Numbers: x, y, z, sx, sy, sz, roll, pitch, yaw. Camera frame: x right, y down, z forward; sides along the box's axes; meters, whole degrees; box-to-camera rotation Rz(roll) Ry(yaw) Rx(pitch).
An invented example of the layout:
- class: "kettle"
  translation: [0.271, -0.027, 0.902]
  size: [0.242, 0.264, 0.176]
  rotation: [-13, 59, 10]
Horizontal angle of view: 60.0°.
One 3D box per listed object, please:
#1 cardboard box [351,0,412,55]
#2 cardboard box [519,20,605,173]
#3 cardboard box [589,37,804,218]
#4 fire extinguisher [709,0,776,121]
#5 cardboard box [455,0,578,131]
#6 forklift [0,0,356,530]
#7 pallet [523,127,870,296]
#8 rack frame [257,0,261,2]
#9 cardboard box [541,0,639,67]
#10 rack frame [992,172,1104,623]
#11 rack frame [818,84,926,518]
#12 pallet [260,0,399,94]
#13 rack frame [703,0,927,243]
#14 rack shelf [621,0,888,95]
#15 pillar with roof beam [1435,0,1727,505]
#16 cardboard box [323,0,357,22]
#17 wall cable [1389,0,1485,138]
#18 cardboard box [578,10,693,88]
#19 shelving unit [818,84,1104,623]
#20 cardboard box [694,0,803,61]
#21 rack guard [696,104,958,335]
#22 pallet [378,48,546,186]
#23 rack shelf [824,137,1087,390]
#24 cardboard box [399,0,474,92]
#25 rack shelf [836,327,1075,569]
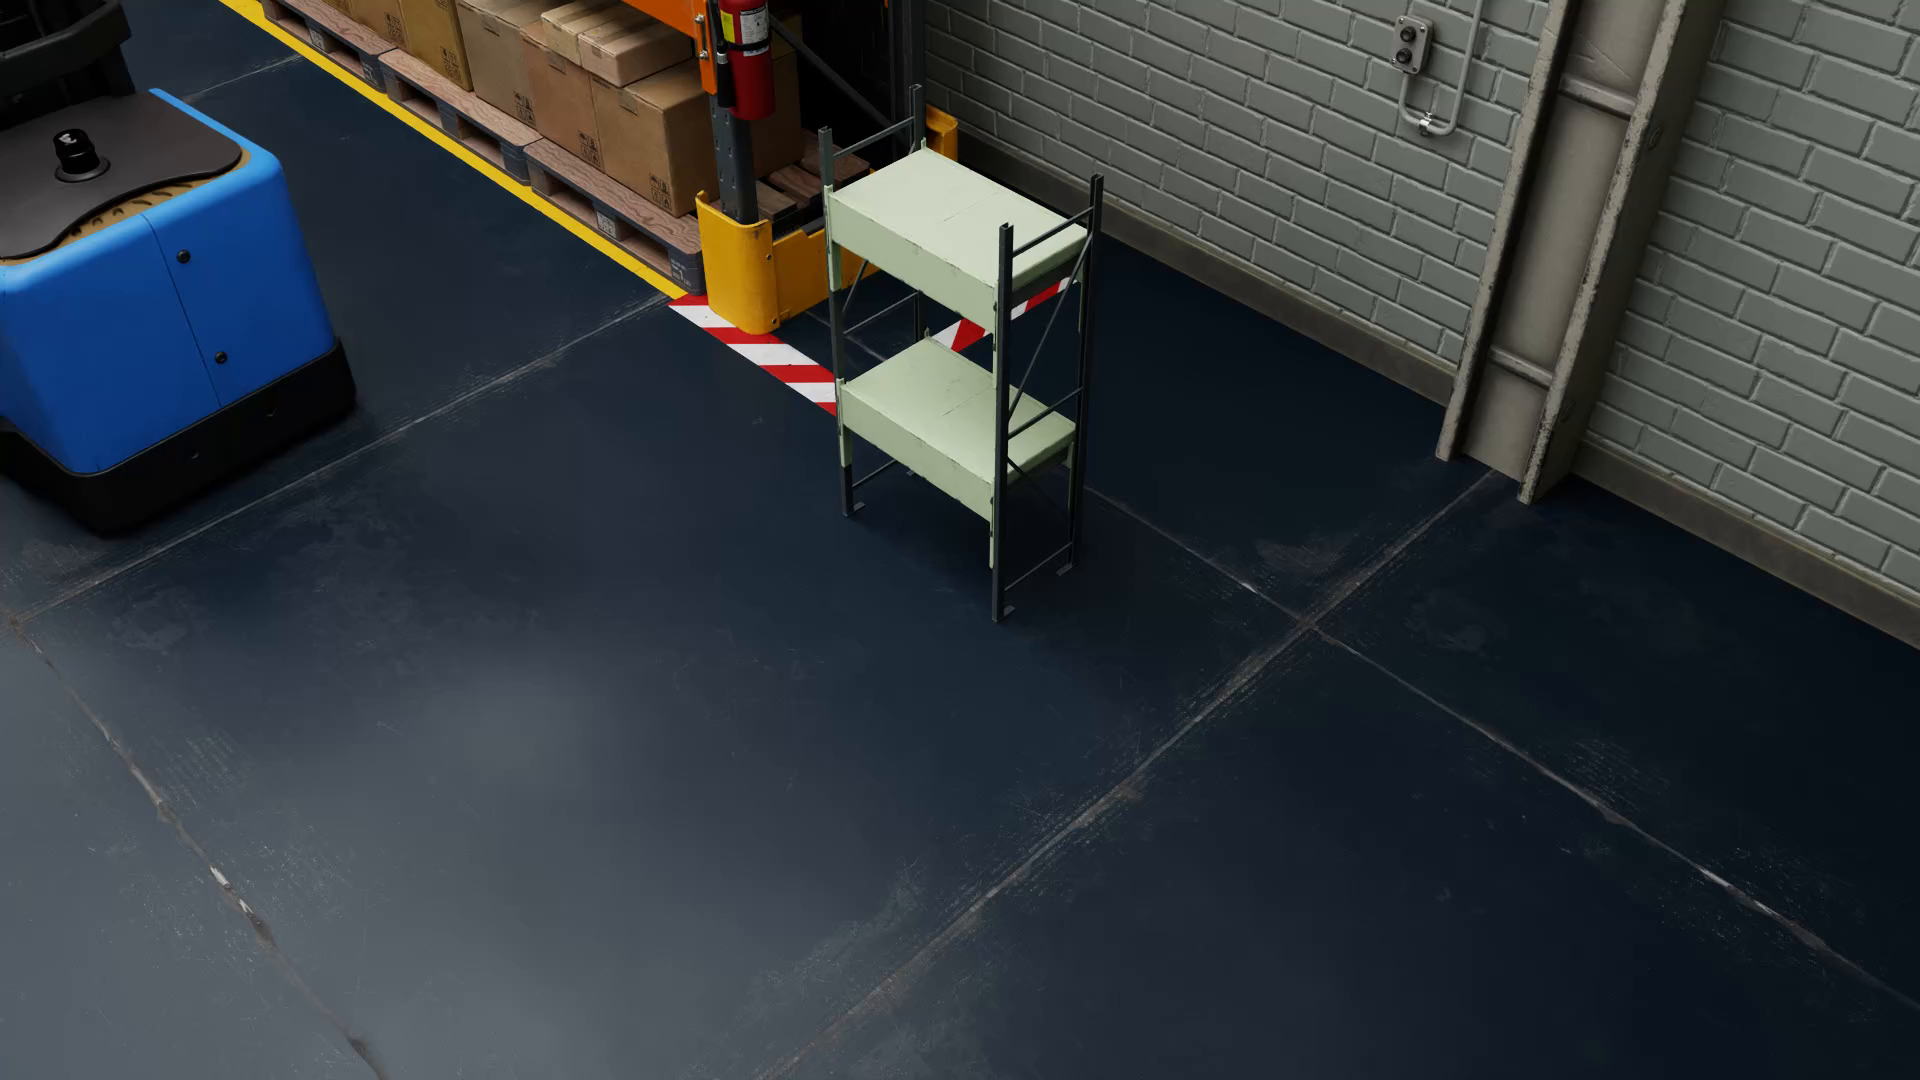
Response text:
- class: "cardboard box"
  translation: [-2.552, -2.781, 8.081]
  size: [0.500, 0.500, 0.700]
  rotation: [34, 52, 31]
- class: "cardboard box"
  translation: [-1.453, -2.039, 7.279]
  size: [0.500, 0.500, 0.700]
  rotation: [34, 53, 31]
- class: "cardboard box"
  translation: [-1.100, -1.798, 7.018]
  size: [0.700, 0.500, 0.500]
  rotation: [-34, 53, -31]
- class: "fire extinguisher"
  translation: [-0.755, -1.815, 5.836]
  size: [0.296, 0.674, 0.183]
  rotation: [-34, 53, -31]
- class: "cardboard box"
  translation: [-1.809, -2.280, 7.540]
  size: [0.500, 0.500, 0.700]
  rotation: [32, 52, 30]
- class: "forklift"
  translation: [-3.717, -1.963, 5.715]
  size: [3.031, 2.935, 1.130]
  rotation: [30, 50, 28]
- class: "pallet"
  translation: [-1.155, -1.596, 7.322]
  size: [1.003, 0.211, 1.213]
  rotation: [-34, 53, -31]
- class: "rack frame"
  translation: [-3.360, -4.196, 8.080]
  size: [1.000, 3.000, 0.127]
  rotation: [-34, 53, -31]
- class: "cardboard box"
  translation: [-1.501, -2.133, 6.903]
  size: [0.380, 0.149, 0.250]
  rotation: [-33, 52, -30]
- class: "rack frame"
  translation: [0.254, -0.378, 5.054]
  size: [0.400, 1.500, 0.023]
  rotation: [-34, 53, -31]
- class: "rack frame"
  translation: [-0.263, -0.730, 5.435]
  size: [0.400, 1.500, 0.023]
  rotation: [-34, 53, -31]
- class: "pallet"
  translation: [-2.878, -2.769, 8.591]
  size: [1.003, 0.211, 1.213]
  rotation: [-34, 53, -31]
- class: "rack frame"
  translation: [-0.535, -2.274, 6.000]
  size: [1.000, 3.000, 0.127]
  rotation: [-34, 53, -31]
- class: "rack shelf"
  translation: [-1.947, -2.971, 7.285]
  size: [1.077, 0.370, 4.000]
  rotation: [-34, 53, -31]
- class: "pillar with roof beam"
  translation: [-1.064, -1.531, 0.776]
  size: [9.100, 9.000, 0.400]
  rotation: [-34, 53, -31]
- class: "cardboard box"
  translation: [-2.904, -3.024, 8.344]
  size: [0.700, 0.500, 0.500]
  rotation: [-33, 52, -31]
- class: "wall cable"
  translation: [1.039, -2.485, 5.480]
  size: [0.084, 1.984, 1.851]
  rotation: [-34, 53, -31]
- class: "cardboard box"
  translation: [-1.320, -2.011, 6.771]
  size: [0.250, 0.149, 0.380]
  rotation: [34, 52, 31]
- class: "shelving unit"
  translation: [-0.005, -0.554, 5.244]
  size: [0.431, 1.500, 0.755]
  rotation: [-34, 53, -31]
- class: "cardboard box"
  translation: [-0.870, -2.072, 6.837]
  size: [0.380, 0.149, 0.250]
  rotation: [-34, 52, -31]
- class: "rack guard"
  translation: [-0.518, -1.344, 6.836]
  size: [1.175, 0.500, 0.348]
  rotation: [-34, 53, -31]
- class: "pallet"
  translation: [-2.012, -2.182, 7.956]
  size: [1.003, 0.211, 1.213]
  rotation: [-34, 53, -31]
- class: "rack shelf"
  translation: [-0.005, -0.841, 4.980]
  size: [0.431, 0.370, 0.720]
  rotation: [-34, 53, -31]
- class: "cardboard box"
  translation: [-2.191, -2.533, 7.813]
  size: [0.700, 0.500, 0.500]
  rotation: [-33, 52, -30]
- class: "rack shelf"
  translation: [-0.005, -0.315, 5.466]
  size: [0.431, 0.370, 0.720]
  rotation: [-34, 53, -31]
